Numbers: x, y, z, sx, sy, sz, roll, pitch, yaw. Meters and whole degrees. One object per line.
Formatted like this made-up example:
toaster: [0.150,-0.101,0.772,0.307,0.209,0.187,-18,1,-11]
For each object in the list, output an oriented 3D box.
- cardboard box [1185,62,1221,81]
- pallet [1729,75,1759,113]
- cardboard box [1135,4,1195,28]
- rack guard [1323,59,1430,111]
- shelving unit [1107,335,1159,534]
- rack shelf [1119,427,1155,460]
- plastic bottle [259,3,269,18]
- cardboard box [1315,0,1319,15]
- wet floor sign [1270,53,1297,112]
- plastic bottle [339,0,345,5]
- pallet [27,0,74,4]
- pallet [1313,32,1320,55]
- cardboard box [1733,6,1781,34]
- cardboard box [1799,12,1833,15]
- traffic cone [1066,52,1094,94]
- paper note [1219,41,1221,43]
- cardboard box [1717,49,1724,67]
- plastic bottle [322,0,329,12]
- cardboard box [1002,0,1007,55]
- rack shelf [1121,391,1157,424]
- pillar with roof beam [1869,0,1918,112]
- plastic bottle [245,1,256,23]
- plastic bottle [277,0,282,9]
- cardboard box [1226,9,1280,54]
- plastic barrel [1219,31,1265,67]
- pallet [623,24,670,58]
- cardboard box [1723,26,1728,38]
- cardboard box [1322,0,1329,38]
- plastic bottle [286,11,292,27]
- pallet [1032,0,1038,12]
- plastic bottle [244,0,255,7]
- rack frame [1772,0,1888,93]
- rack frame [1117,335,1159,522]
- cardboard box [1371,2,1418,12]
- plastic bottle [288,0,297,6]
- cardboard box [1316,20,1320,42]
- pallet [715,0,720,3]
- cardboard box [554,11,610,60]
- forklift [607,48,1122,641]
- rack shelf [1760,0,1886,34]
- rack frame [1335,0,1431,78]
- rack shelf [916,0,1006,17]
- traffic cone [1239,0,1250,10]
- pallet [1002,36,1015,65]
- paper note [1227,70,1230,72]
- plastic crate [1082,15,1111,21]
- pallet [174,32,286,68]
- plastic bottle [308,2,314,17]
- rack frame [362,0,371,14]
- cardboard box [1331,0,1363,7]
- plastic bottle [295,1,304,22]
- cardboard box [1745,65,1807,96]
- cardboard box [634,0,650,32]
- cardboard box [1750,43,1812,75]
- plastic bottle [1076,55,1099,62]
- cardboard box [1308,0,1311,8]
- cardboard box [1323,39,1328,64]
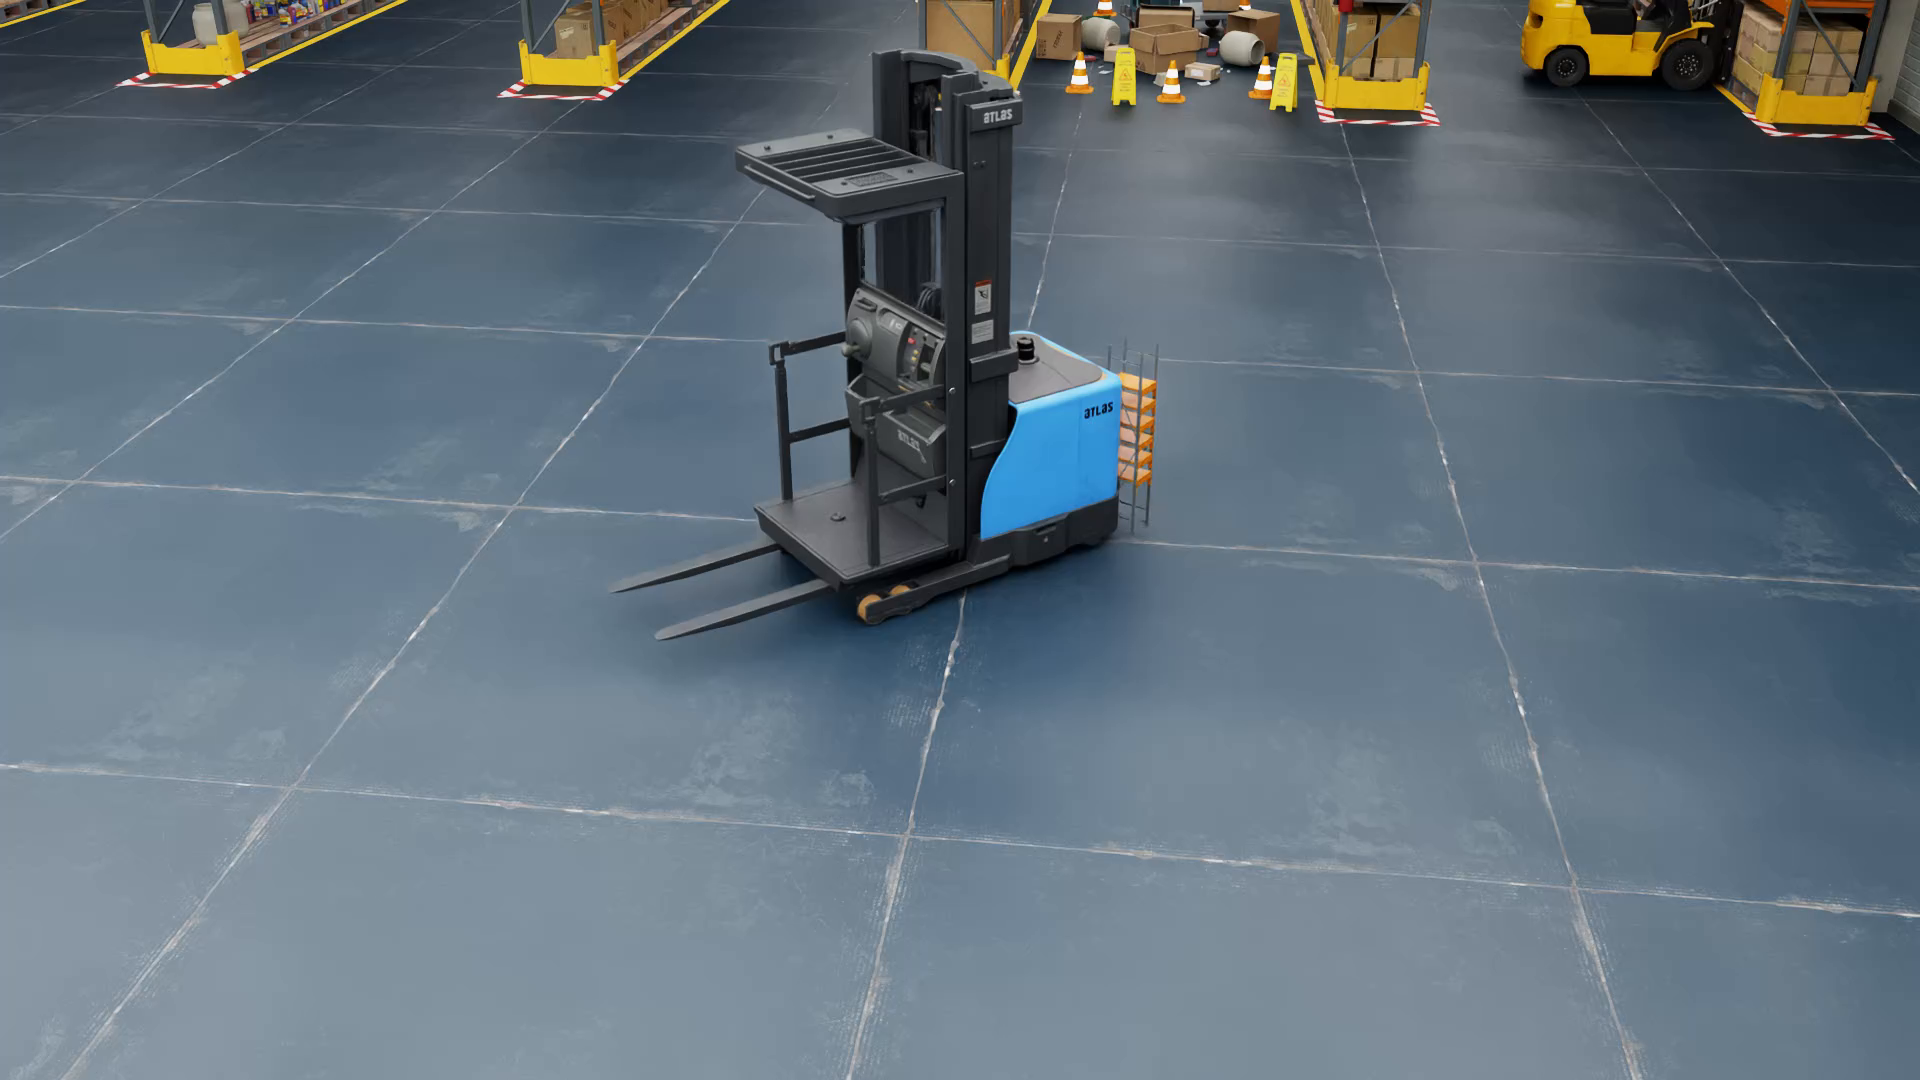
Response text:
cardboard box: [3.087,-5.958,21.153,0.380,0.149,0.250,20,34,32]
pallet: [9.910,-5.327,19.916,1.003,0.211,1.213,3,28,6]
cardboard box: [2.740,-6.855,22.300,0.797,0.637,0.503,3,28,6]
rack guard: [4.940,-5.415,19.773,1.175,0.500,0.348,3,28,6]
shelving unit: [1.033,-0.637,10.167,0.258,1.200,0.189,19,34,31]
rack shelf: [1.033,-0.598,10.188,0.258,0.103,0.180,19,34,31]
plastic bottle: [-9.813,-7.469,23.438,0.097,0.201,0.097,0,28,0]
cardboard box: [5.081,-7.405,22.497,0.500,0.500,0.500,5,29,9]
wet floor sign: [3.846,-5.416,19.622,0.267,0.644,0.232,14,31,24]
plastic bottle: [-9.061,-7.978,24.296,0.061,0.283,0.133,5,29,9]
pallet: [-14.194,-8.637,26.059,1.003,0.211,1.213,3,28,6]
pallet: [5.374,-6.816,22.680,1.003,0.211,1.213,3,28,6]
cardboard box: [9.713,-6.321,20.222,0.500,0.250,0.500,4,29,7]
cardboard box: [10.234,-6.293,20.170,0.500,0.250,0.500,3,28,6]
traffic cone: [1.480,-5.770,20.472,0.336,0.463,0.334,3,28,6]
paper note: [3.663,-6.905,23.034,0.148,0.019,0.142,3,28,6]
cardboard box: [9.784,-6.121,20.905,0.500,0.250,0.500,4,29,8]
plastic bottle: [-9.125,-7.734,23.844,0.061,0.283,0.133,5,29,10]
cardboard box: [0.129,-6.706,21.333,0.875,0.875,0.875,3,28,5]
rack shelf: [1.033,-0.809,10.074,0.258,0.103,0.180,19,34,31]
pillar with roof beam: [6.565,-9.359,18.135,9.100,9.000,0.400,3,28,6]
plastic bottle: [-9.866,-7.342,23.116,0.061,0.283,0.133,3,28,6]
plastic bottle: [-9.864,-7.809,23.911,0.144,0.351,0.185,2,28,4]
cardboard box: [3.939,-6.838,22.412,0.500,0.500,0.500,-24,36,-37]
plastic barrel: [3.681,-6.405,21.693,0.421,0.421,0.512,-24,36,-37]
pallet: [-4.609,-6.816,22.680,1.003,0.211,1.213,3,28,6]
cardboard box: [9.786,-6.349,20.802,0.500,0.250,0.500,3,28,6]
cardboard box: [4.900,-6.659,21.114,0.500,0.500,0.500,3,28,5]
plastic bottle: [-9.276,-7.189,22.918,0.097,0.201,0.097,0,28,0]
pallet: [0.663,-8.318,25.467,1.003,0.211,1.213,3,28,6]
plastic bottle: [-9.955,-7.410,23.250,0.152,0.276,0.135,3,28,5]
rack frame: [9.858,-6.193,18.582,1.000,3.000,0.127,3,28,6]
rack frame: [1.086,-0.672,10.233,0.240,1.200,0.006,19,34,31]
cardboard box: [5.366,-6.405,20.642,0.500,0.500,0.500,2,28,4]
plastic bottle: [-9.698,-7.889,24.060,0.144,0.351,0.185,3,28,6]
cardboard box: [5.027,-6.823,22.208,0.500,0.250,0.500,5,29,9]
pallet: [-4.173,-8.653,26.089,1.003,0.211,1.213,3,28,6]
cardboard box: [-4.811,-6.433,21.220,0.500,0.500,0.500,9,30,16]
forklift: [-0.537,-1.098,9.199,3.031,2.935,1.130,-18,33,-30]
rack shelf: [10.103,-6.817,20.500,1.077,0.370,4.000,3,28,6]
rack frame: [4.931,-6.479,19.114,1.000,3.000,0.127,3,28,6]
rack shelf: [0.251,-7.344,21.478,1.077,0.370,4.000,3,28,6]
traffic cone: [4.184,-7.910,24.445,0.336,0.463,0.334,3,28,6]
pallet: [0.178,-6.445,21.991,1.003,0.211,1.213,3,28,6]
paper note: [3.472,-6.061,21.490,0.032,0.001,0.123,3,28,6]
plastic crate: [1.775,-7.232,23.415,0.450,0.188,0.662,9,28,37]
pallet: [-9.753,-6.536,22.160,1.003,0.211,1.213,3,28,6]
plastic bottle: [-9.197,-7.492,23.480,0.097,0.201,0.097,0,28,0]
rack frame: [-9.330,-9.226,24.212,1.000,3.000,0.127,3,28,6]
cardboard box: [4.749,-6.638,20.391,0.380,0.149,0.250,4,29,8]
plastic bottle: [-9.234,-7.379,23.198,0.097,0.271,0.097,0,28,0]
cardboard box: [9.602,-5.407,19.579,0.500,0.250,0.500,4,29,7]
cardboard box: [-4.564,-7.270,22.774,0.500,0.500,0.500,1,28,2]
cardboard box: [9.607,-5.634,19.475,0.500,0.250,0.500,3,28,6]
plastic bottle: [1.688,-6.378,22.025,0.283,0.061,0.133,-6,29,-11]
cardboard box: [5.568,-7.976,24.220,0.950,0.372,0.625,5,29,9]
cardboard box: [4.834,-6.093,20.854,0.500,0.250,0.500,3,29,6]
